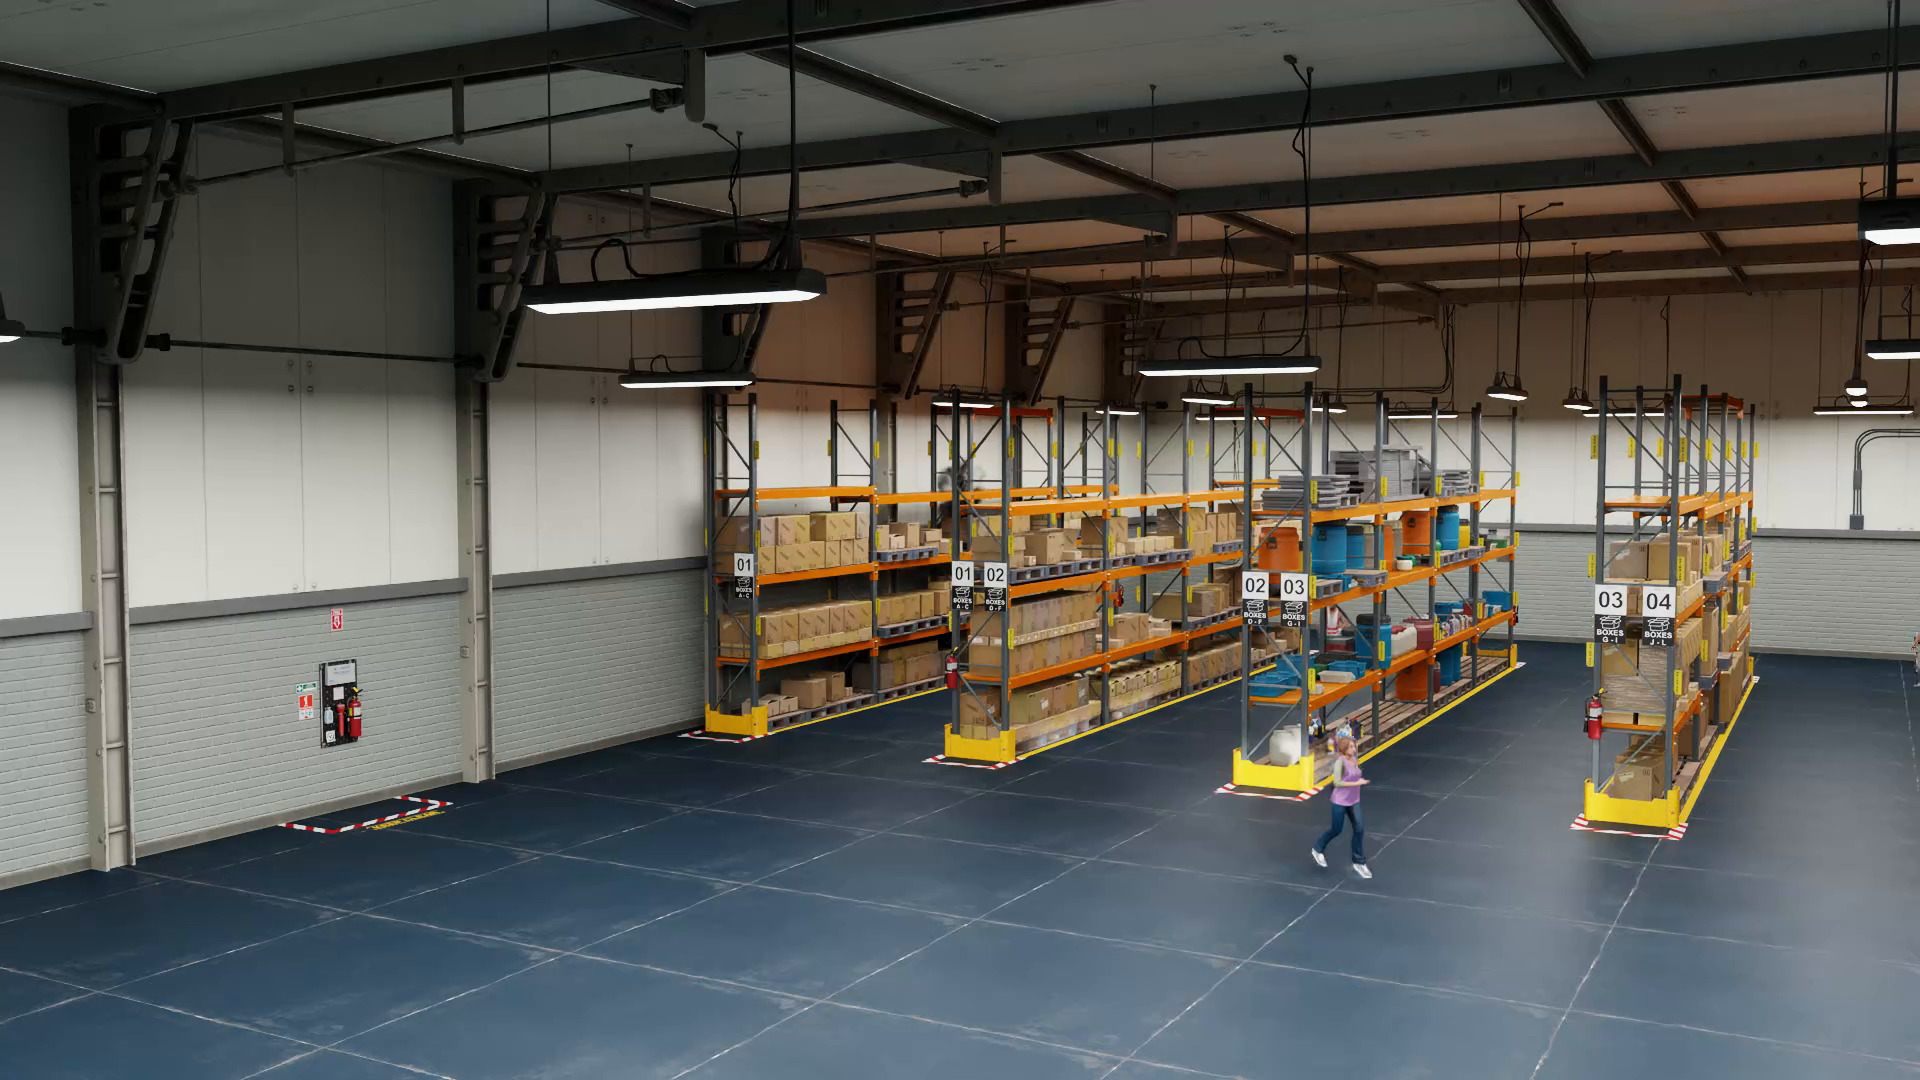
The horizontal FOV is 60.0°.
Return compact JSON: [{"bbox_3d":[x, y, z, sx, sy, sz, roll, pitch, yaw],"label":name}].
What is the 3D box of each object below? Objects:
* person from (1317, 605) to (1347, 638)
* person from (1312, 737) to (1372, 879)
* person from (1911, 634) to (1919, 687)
[{"bbox_3d":[8.281,2.137,37.031,0.662,1.738,0.591,1,3,14],"label":"person"},{"bbox_3d":[4.510,3.123,19.626,0.544,1.631,0.794,-3,4,-40],"label":"person"},{"bbox_3d":[20.327,2.309,34.918,0.505,1.642,0.637,-1,3,-11],"label":"person"}]
